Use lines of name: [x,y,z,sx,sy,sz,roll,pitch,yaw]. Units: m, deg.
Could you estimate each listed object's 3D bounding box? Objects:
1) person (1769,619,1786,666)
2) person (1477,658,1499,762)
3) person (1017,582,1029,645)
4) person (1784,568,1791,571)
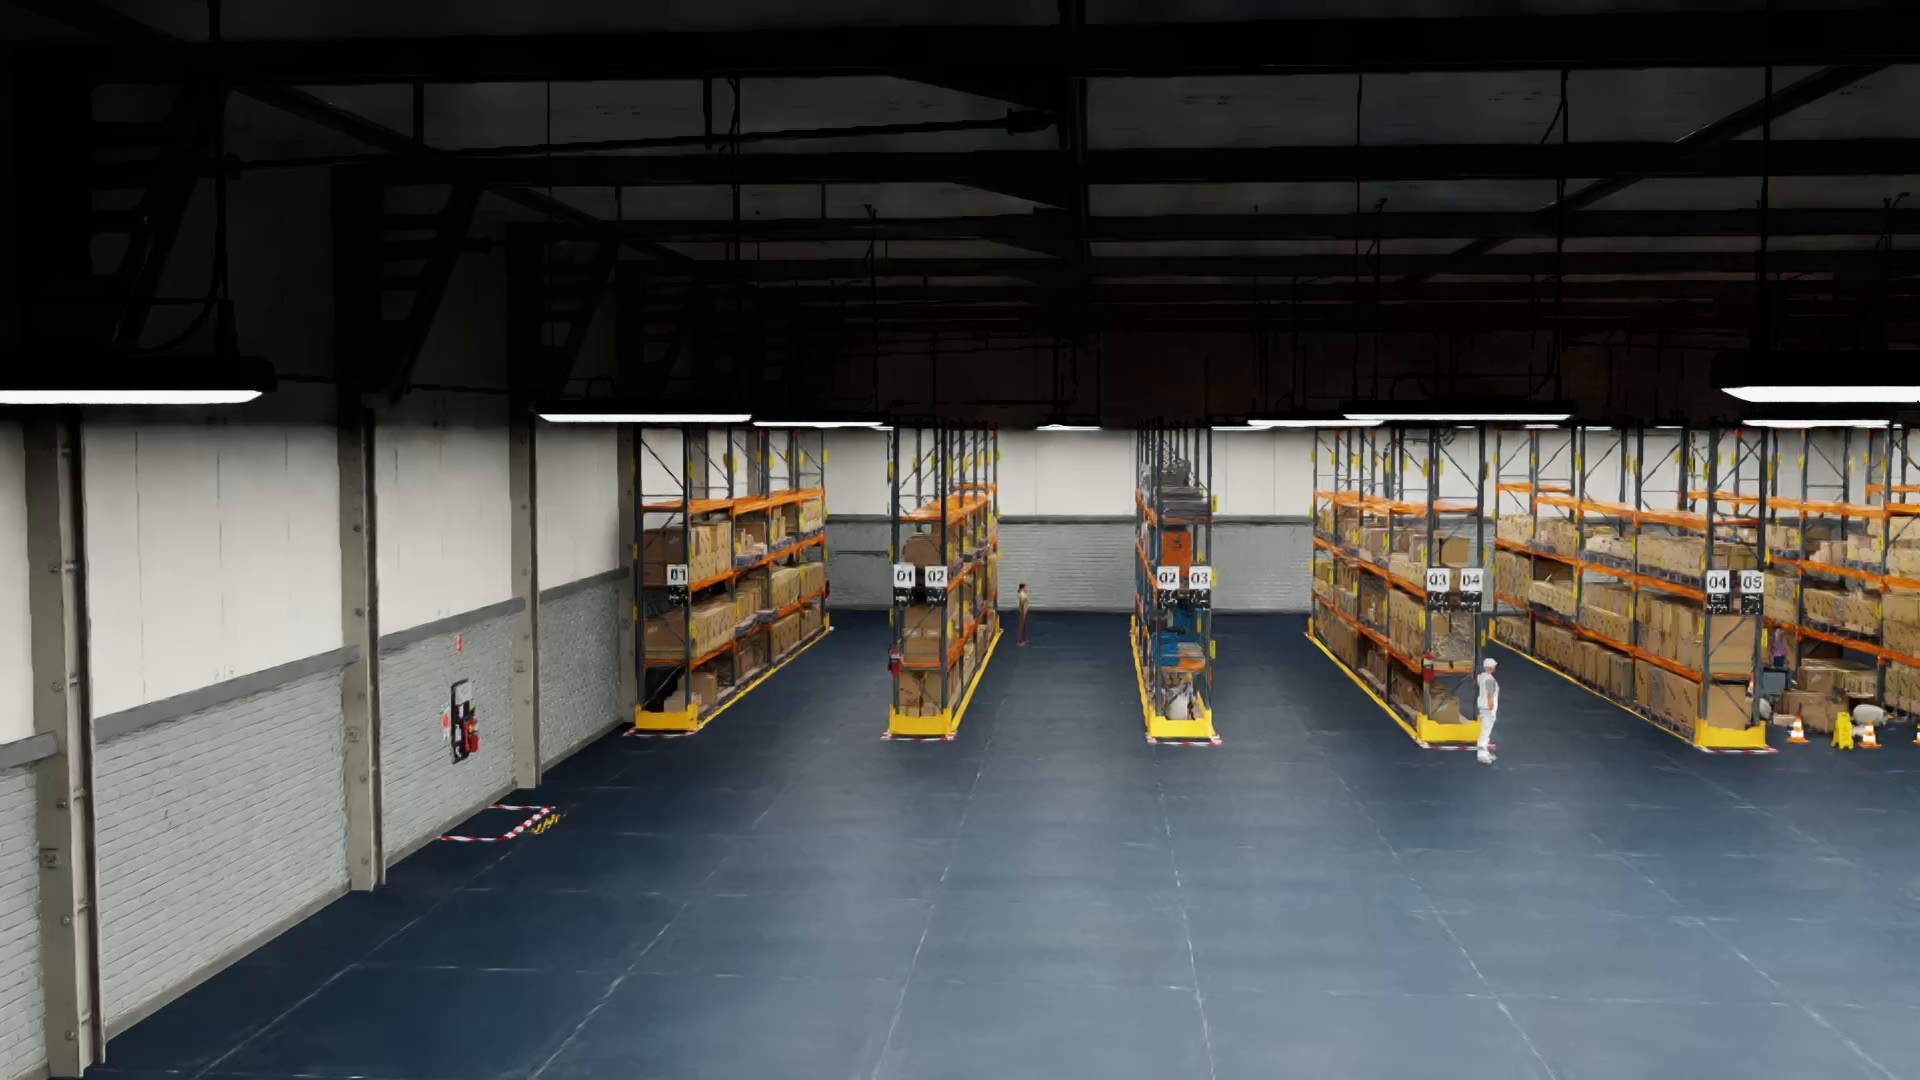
person: [17.912,2.584,36.493,0.536,1.482,0.535,2,4,31]
person: [9.168,2.935,28.860,0.404,1.785,0.649,0,4,2]
person: [1.698,1.951,44.638,0.384,1.678,0.590,0,4,-4]
person: [24.450,1.669,48.986,0.722,1.713,0.569,-2,4,-25]
